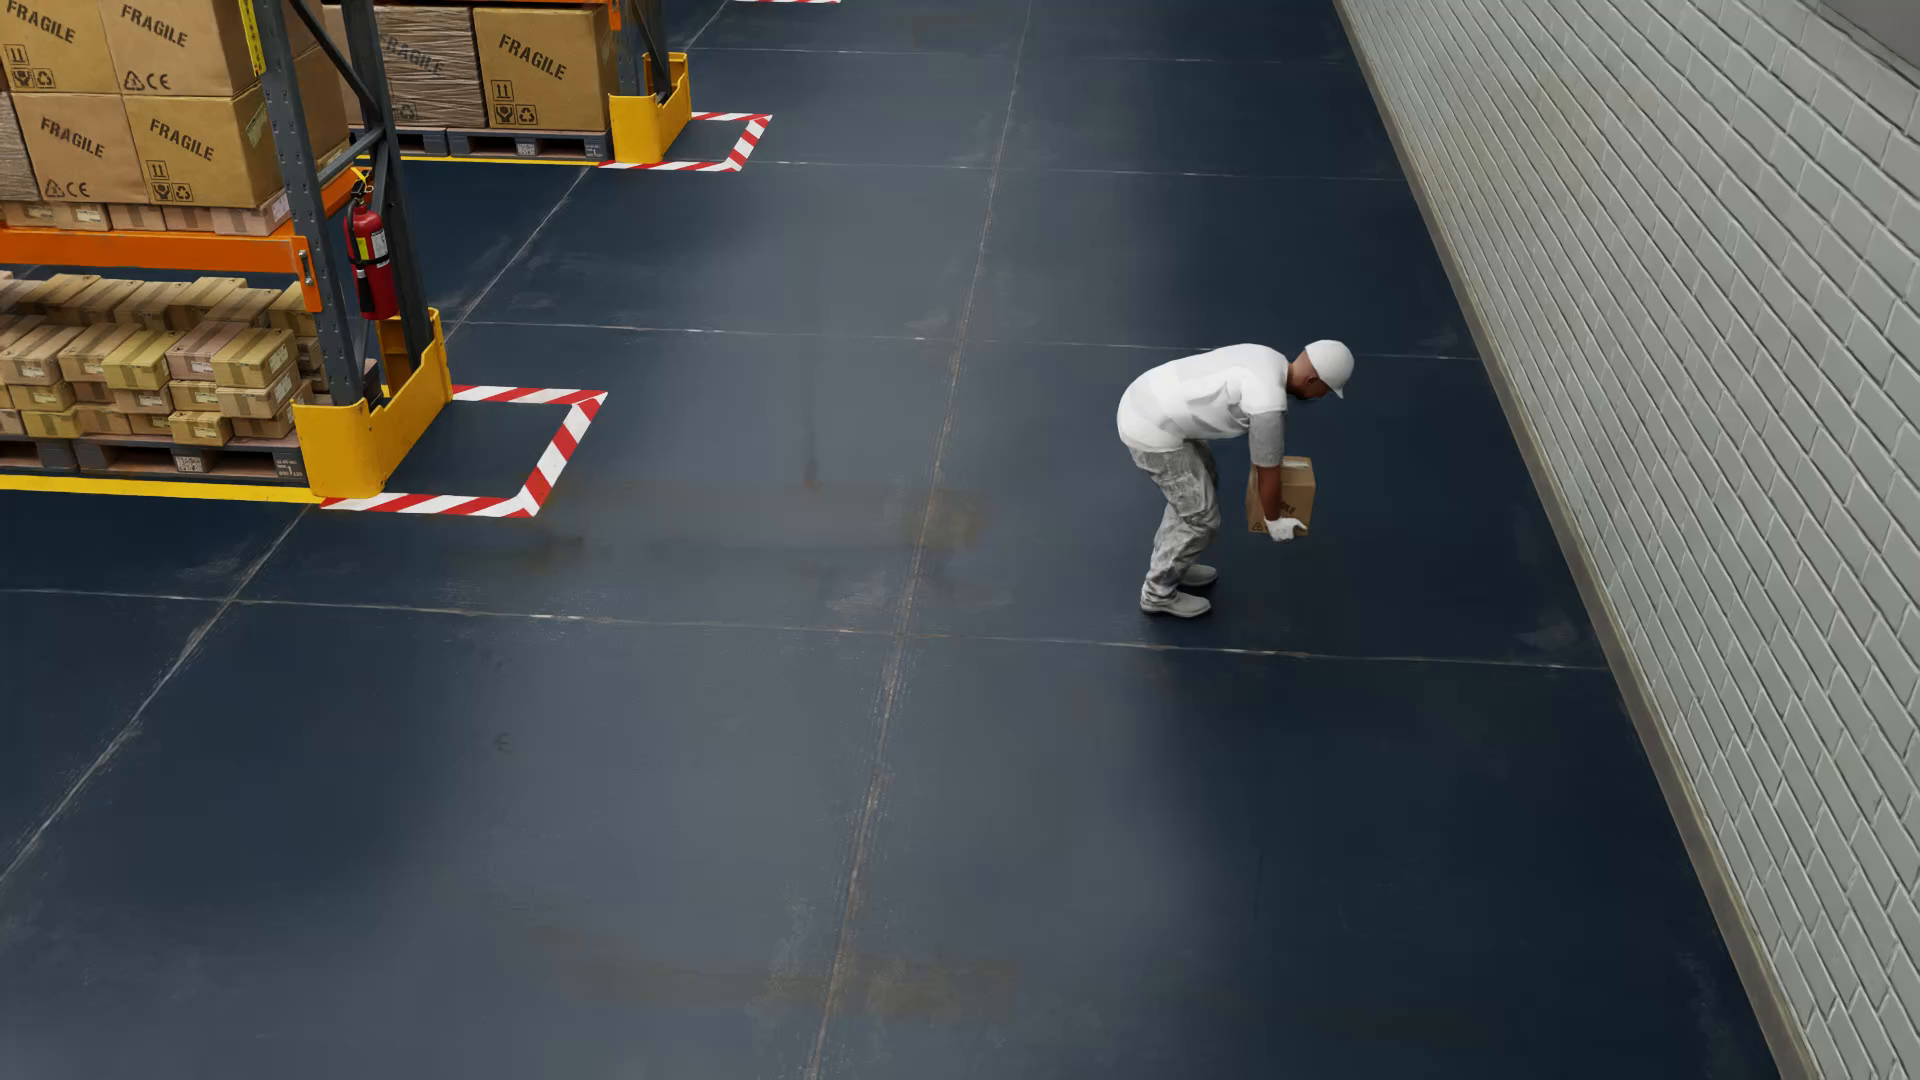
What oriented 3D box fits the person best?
[{"bbox_3d":[1.138,-0.289,7.101,0.953,1.238,0.516,1,32,2],"label":"person"}]
